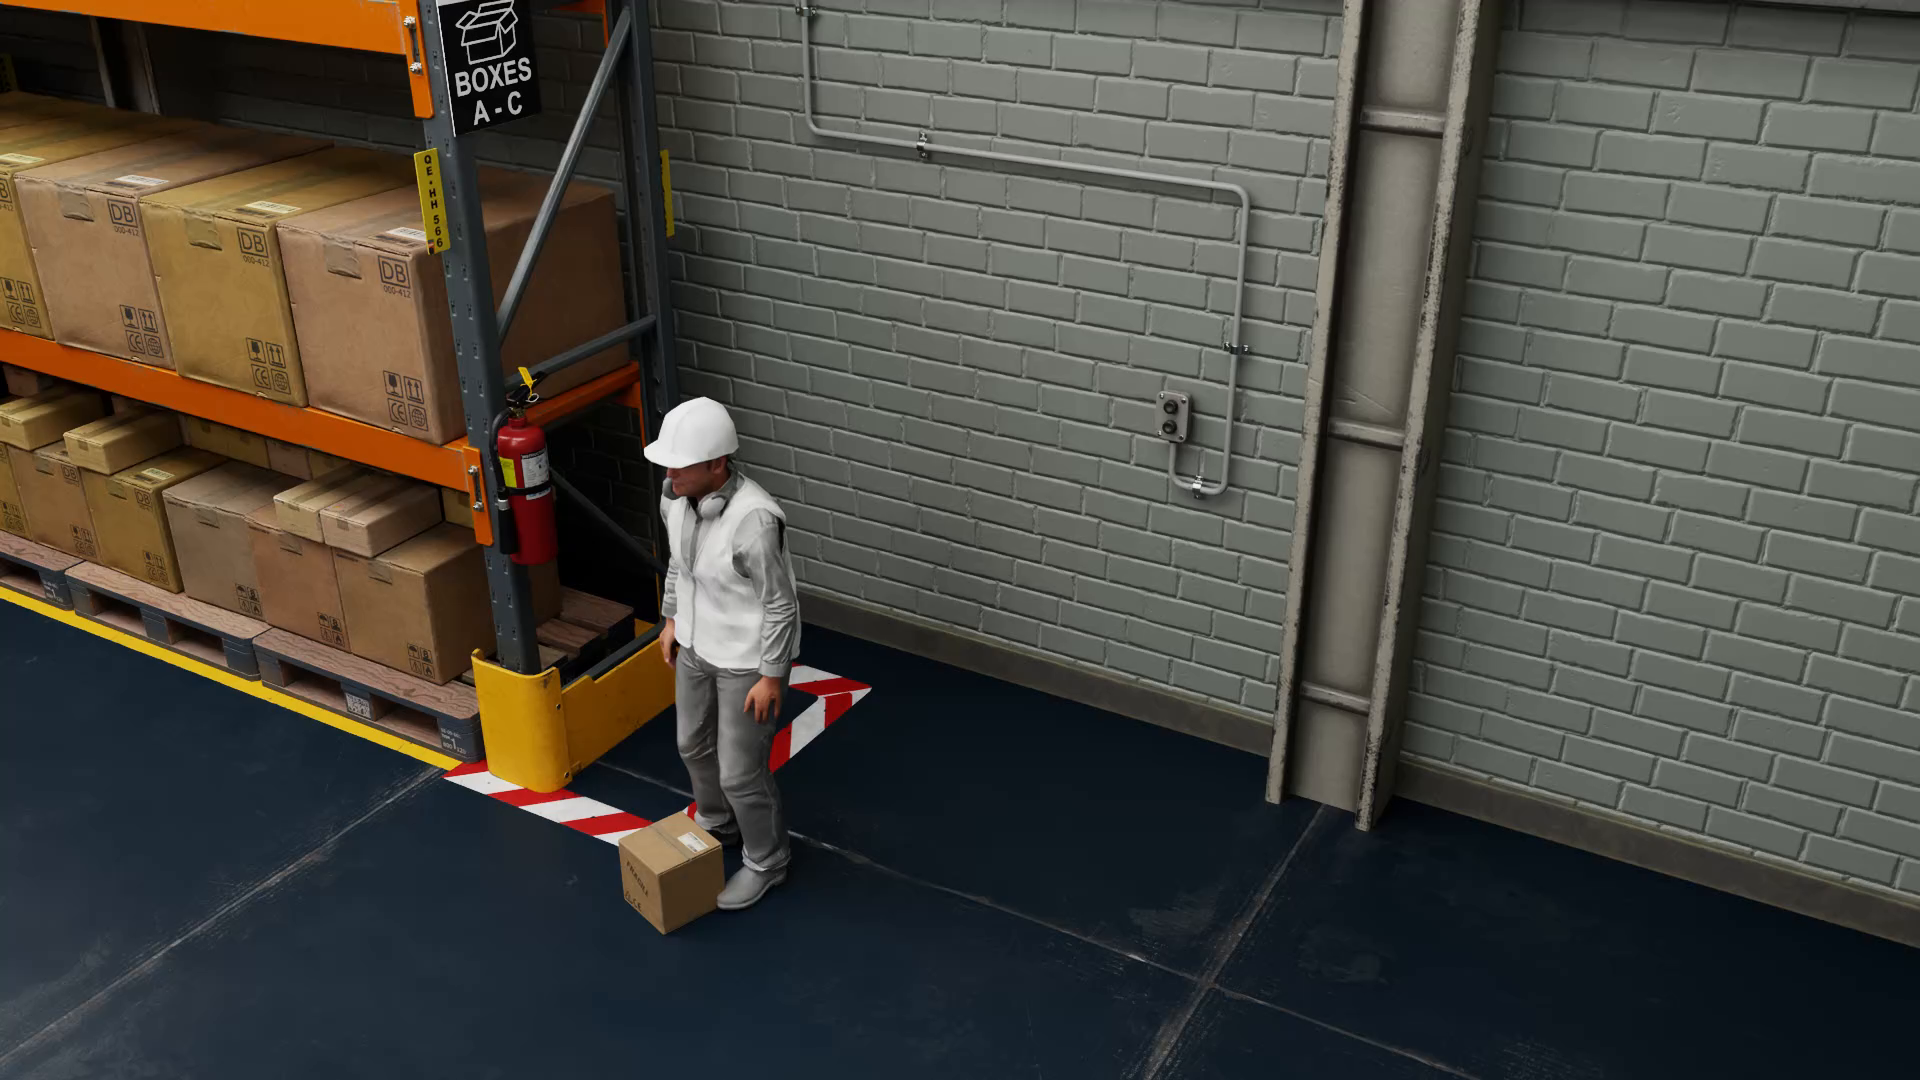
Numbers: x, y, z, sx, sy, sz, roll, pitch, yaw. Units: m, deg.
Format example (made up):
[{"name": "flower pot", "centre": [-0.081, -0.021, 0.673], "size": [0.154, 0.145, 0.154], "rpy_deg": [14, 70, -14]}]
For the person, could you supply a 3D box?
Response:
[{"name": "person", "centre": [-0.758, 0.354, 5.369], "size": [0.462, 1.771, 0.594], "rpy_deg": [-23, 34, -38]}]
